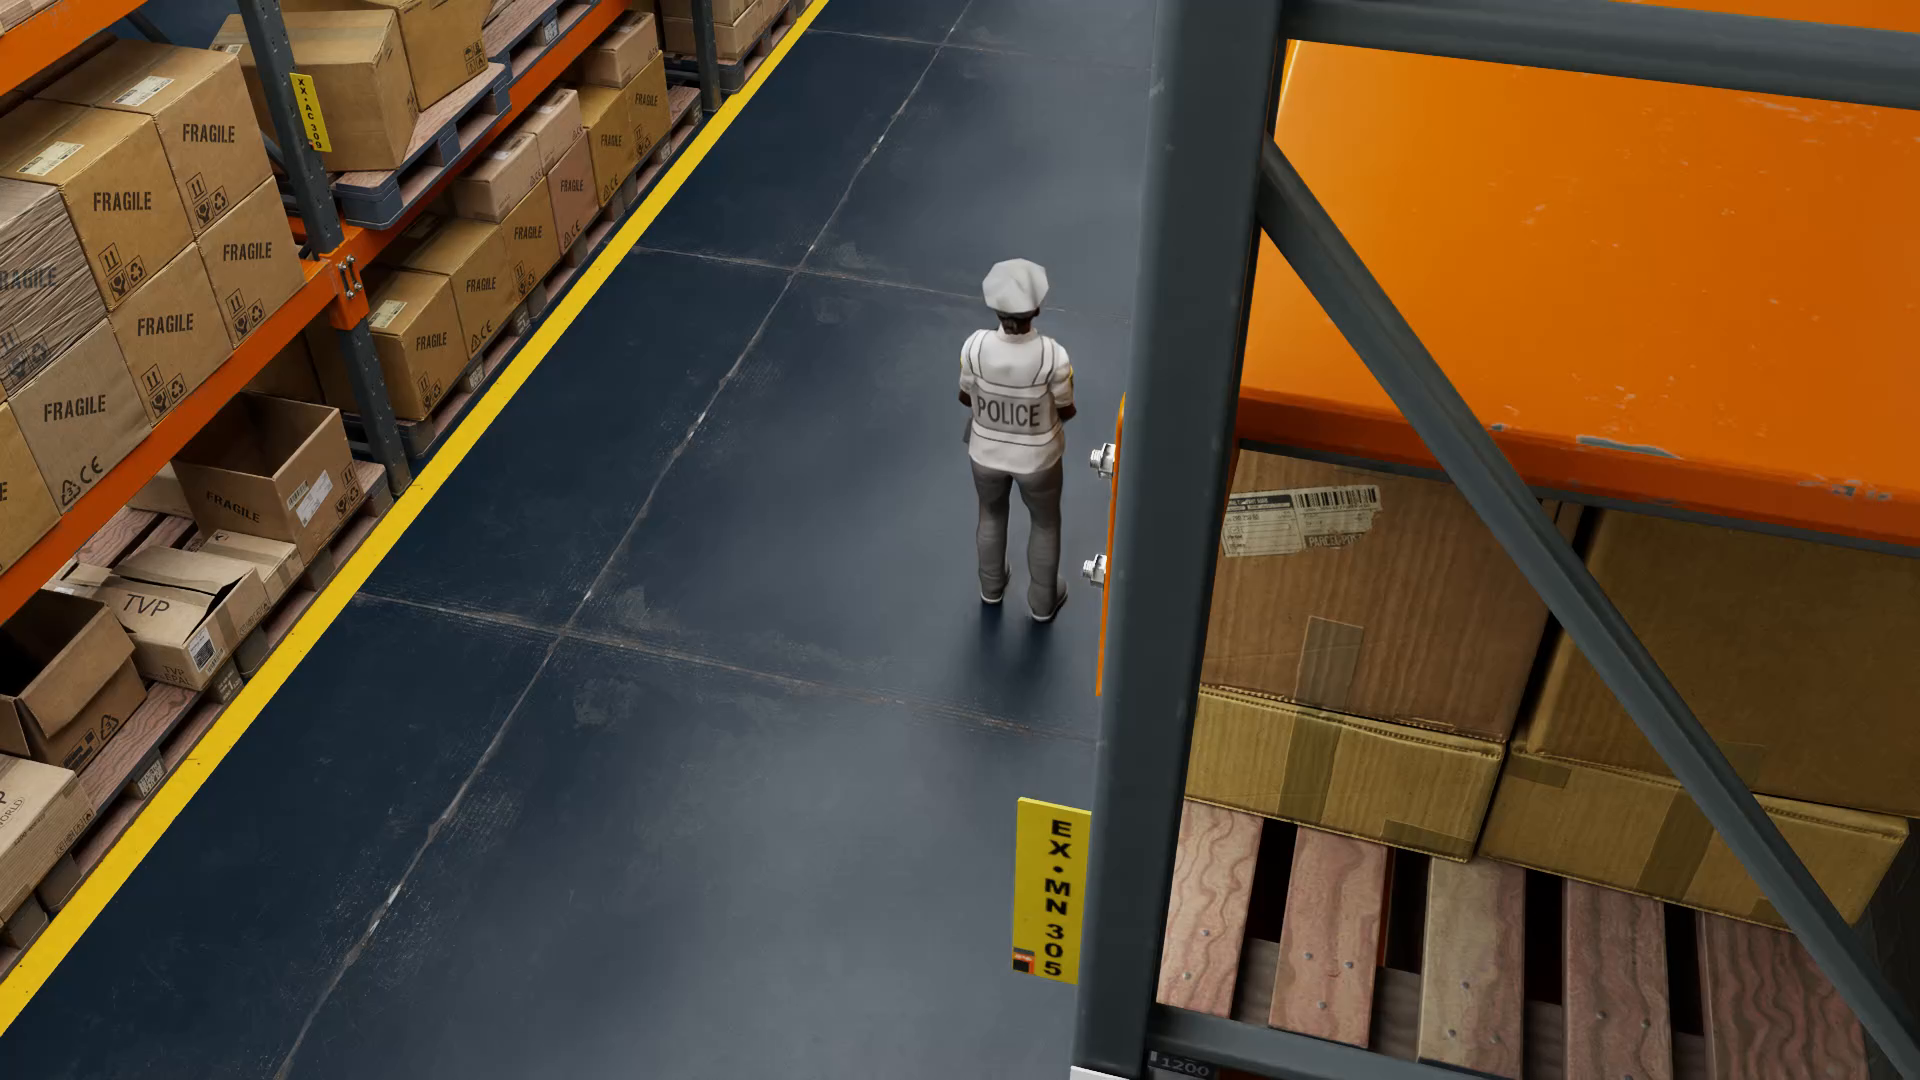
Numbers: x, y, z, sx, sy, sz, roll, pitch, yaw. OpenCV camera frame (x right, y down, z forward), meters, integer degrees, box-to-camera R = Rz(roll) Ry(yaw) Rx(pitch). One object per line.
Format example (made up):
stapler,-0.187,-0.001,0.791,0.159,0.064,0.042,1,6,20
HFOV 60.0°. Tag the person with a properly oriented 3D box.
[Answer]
person,0.237,-0.400,6.758,0.474,1.689,0.463,10,42,11
